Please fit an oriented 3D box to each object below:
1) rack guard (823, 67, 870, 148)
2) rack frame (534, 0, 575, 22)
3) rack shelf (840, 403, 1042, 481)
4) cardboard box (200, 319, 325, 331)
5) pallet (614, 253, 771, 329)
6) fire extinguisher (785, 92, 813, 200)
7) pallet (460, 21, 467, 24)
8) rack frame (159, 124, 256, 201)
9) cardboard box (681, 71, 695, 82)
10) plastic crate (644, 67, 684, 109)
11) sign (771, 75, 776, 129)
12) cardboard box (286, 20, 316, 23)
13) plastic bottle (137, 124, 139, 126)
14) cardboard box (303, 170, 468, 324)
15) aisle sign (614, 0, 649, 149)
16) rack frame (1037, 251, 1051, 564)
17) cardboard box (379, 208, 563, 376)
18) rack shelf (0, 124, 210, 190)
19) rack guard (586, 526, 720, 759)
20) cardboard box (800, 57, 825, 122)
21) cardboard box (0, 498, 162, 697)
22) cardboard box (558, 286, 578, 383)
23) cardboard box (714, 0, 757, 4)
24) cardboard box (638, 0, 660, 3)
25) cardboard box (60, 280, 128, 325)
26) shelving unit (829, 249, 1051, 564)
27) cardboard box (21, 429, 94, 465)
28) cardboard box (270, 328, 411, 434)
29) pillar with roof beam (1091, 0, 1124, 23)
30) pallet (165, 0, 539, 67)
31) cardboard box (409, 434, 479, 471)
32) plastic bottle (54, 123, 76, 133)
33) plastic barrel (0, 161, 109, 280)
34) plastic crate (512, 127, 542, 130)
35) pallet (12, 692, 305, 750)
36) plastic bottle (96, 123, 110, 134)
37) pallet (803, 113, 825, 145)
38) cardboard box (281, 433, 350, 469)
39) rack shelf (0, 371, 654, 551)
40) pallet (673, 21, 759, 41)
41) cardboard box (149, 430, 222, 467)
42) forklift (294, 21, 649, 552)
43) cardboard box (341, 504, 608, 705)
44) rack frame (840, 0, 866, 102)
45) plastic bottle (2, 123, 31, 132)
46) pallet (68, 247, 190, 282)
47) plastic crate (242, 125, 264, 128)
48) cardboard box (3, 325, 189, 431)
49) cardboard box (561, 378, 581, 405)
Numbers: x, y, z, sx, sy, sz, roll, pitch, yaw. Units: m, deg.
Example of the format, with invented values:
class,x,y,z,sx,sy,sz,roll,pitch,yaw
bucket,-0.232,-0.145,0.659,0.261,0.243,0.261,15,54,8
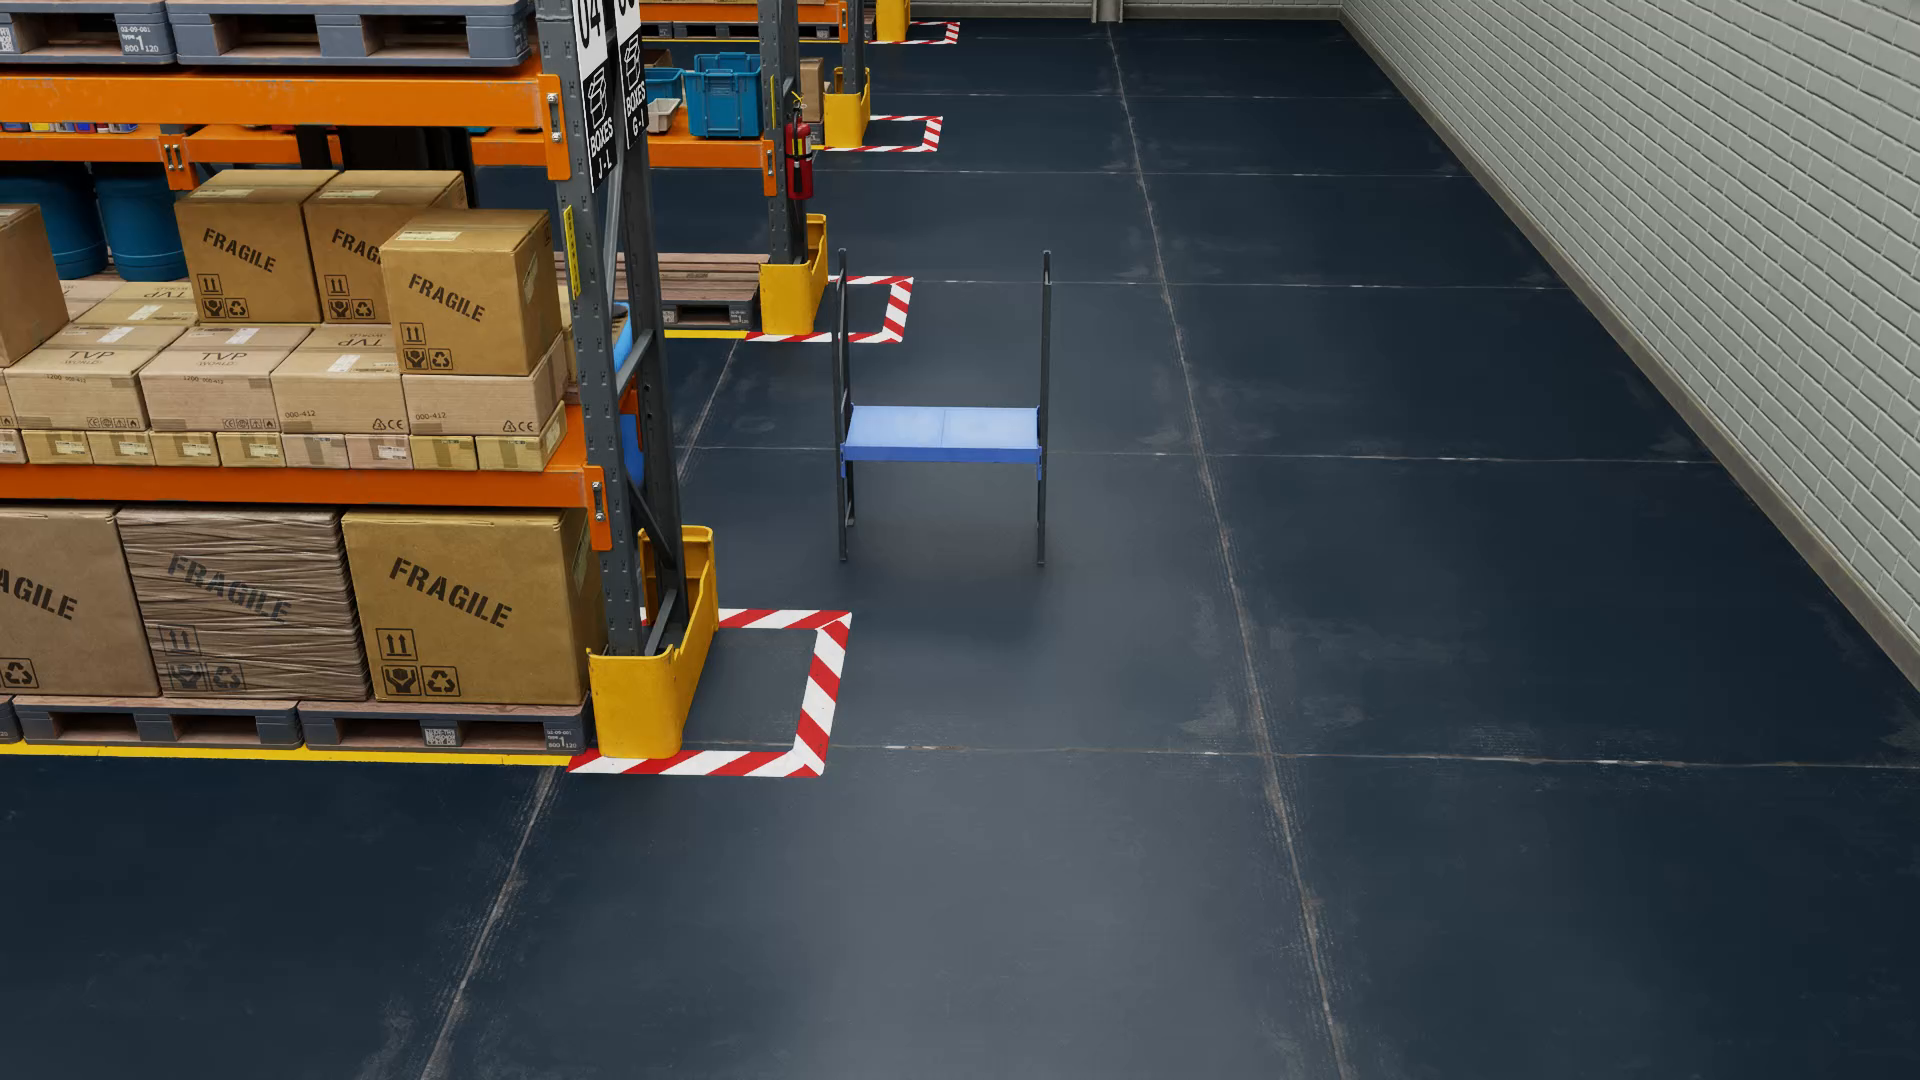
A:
class,x,y,z,sx,sy,sz,roll,pitch,yaw
rack guard,-1.092,-4.211,16.160,0.348,0.500,1.175,1,28,2
rack frame,-1.369,-3.328,5.420,0.127,3.000,1.000,1,28,2
rack shelf,-0.085,-0.505,8.486,1.000,0.185,0.538,1,28,2
cardboard box,-2.861,-0.892,7.073,0.500,0.250,0.500,0,28,0
pallet,-2.017,-1.796,11.912,1.213,0.211,1.003,1,28,2
fire extinguisher,-1.059,-2.582,10.898,0.183,0.674,0.296,1,28,2
pallet,-5.616,-6.445,20.682,1.213,0.211,1.003,1,28,2
rack frame,-5.192,-3.062,11.323,0.127,3.000,1.000,1,28,2
cardboard box,-2.548,-4.452,16.412,0.500,0.250,0.500,1,28,2
plastic crate,-2.087,-3.117,11.543,0.300,0.233,0.416,1,28,2
sign,-1.197,-2.810,10.674,0.005,0.325,0.100,1,28,2
cardboard box,-6.487,-4.940,16.265,0.500,0.250,0.500,1,28,2
plastic bottle,-5.611,-2.888,11.208,0.097,0.201,0.097,0,28,0
cardboard box,-2.339,-1.217,6.884,0.500,0.500,0.500,0,28,1
aisle sign,-1.286,-1.965,6.479,0.004,0.787,0.394,1,28,2
rack frame,0.423,-0.656,8.386,0.032,1.500,0.500,1,28,2
cardboard box,-1.865,-0.959,6.398,0.500,0.500,0.500,1,28,2
rack shelf,-7.190,-2.777,11.554,4.000,0.370,1.077,1,28,2
rack guard,-1.345,0.427,7.410,0.348,0.500,1.175,1,28,2
cardboard box,-1.568,-4.298,15.854,0.500,0.500,0.500,1,28,2
cardboard box,-3.810,0.073,7.230,0.875,0.875,0.875,1,28,2
cardboard box,-1.839,-0.877,7.044,0.500,0.250,0.500,0,28,0
cardboard box,-1.991,-5.245,15.336,0.500,0.500,0.500,1,28,2
cardboard box,-2.993,-5.265,15.372,0.500,0.500,0.500,1,28,1
cardboard box,-3.889,-0.909,7.104,0.500,0.250,0.500,2,28,3
shelving unit,-0.085,-0.664,8.401,1.048,1.500,0.538,1,28,2
cardboard box,-3.525,-0.447,6.659,0.250,0.149,0.380,0,28,0
cardboard box,-2.370,-0.635,6.588,0.500,0.250,0.500,0,28,1
pillar with roof beam,1.732,-8.629,15.420,0.400,9.000,9.100,1,28,2
pallet,-2.111,-1.971,6.157,1.213,0.211,1.003,1,28,2
cardboard box,-1.996,-0.422,6.611,0.250,0.149,0.380,1,28,2
plastic bottle,-5.962,-2.868,11.091,0.135,0.276,0.152,1,28,2
plastic barrel,-6.442,-2.349,11.771,0.708,0.901,0.600,1,28,2
plastic crate,-2.880,-2.835,11.114,0.250,0.136,0.298,1,28,2
pallet,-3.387,0.557,7.475,1.213,0.211,1.003,1,28,2
plastic bottle,-5.714,-2.818,11.076,0.097,0.201,0.097,0,28,0
pallet,-1.888,-4.096,16.252,1.213,0.211,1.003,1,28,2
cardboard box,-2.498,-0.431,6.629,0.250,0.149,0.380,1,28,3
rack shelf,-3.368,-0.393,7.056,4.000,0.370,1.077,1,28,2
pallet,-2.862,-6.399,20.596,1.213,0.211,1.003,1,28,2
cardboard box,-3.016,-0.438,6.643,0.250,0.149,0.380,1,28,2
forklift,-3.163,-1.382,8.228,3.031,2.935,1.130,0,28,-1
cardboard box,-2.011,0.103,7.174,0.875,0.875,0.875,1,28,2
rack frame,-1.016,-5.314,15.572,0.127,3.000,1.000,1,28,2
plastic bottle,-6.307,-2.905,11.080,0.185,0.351,0.144,1,28,2
pallet,-5.961,-1.862,12.037,1.213,0.211,1.003,1,28,2
plastic crate,-4.732,-2.897,11.230,0.243,0.136,0.396,1,28,2
cardboard box,-3.399,-0.650,6.616,0.500,0.250,0.500,1,28,2
cardboard box,-1.712,-0.727,7.187,0.250,0.149,0.380,1,28,2
